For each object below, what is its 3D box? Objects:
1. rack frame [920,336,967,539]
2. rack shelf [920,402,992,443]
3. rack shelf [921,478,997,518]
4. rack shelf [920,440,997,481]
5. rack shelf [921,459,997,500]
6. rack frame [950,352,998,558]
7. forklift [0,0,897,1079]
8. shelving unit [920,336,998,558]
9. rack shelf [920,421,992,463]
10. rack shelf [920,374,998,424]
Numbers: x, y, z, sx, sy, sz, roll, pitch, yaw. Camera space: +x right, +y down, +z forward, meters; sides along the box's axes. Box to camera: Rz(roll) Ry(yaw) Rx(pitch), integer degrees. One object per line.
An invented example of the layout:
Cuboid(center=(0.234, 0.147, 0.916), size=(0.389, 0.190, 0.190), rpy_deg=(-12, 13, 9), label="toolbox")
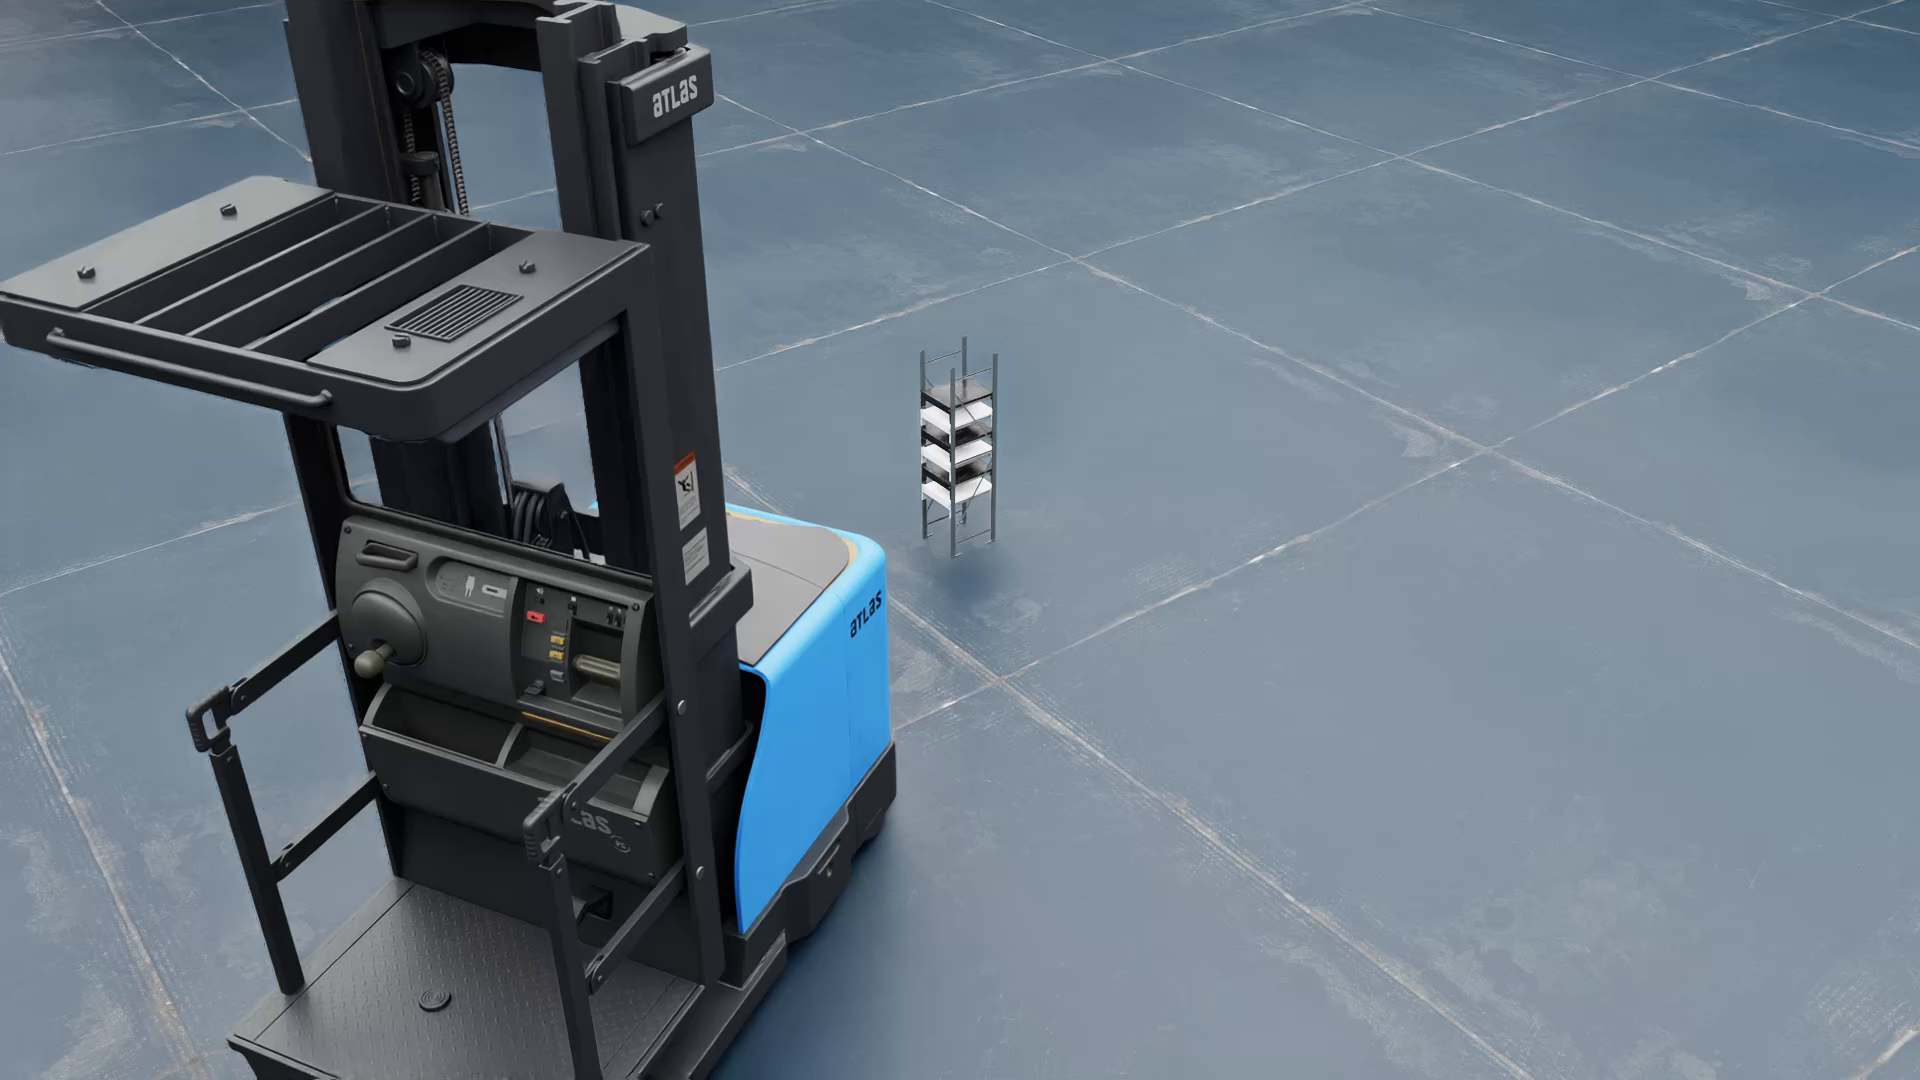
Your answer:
Cuboid(center=(-0.067, -0.428, 7.086), size=(0.240, 0.900, 0.006), rpy_deg=(-22, 38, -31), label="rack frame")
Cuboid(center=(-0.005, -0.510, 6.941), size=(0.258, 0.077, 0.200), rpy_deg=(-22, 38, -31), label="rack shelf")
Cuboid(center=(-0.005, -0.204, 7.131), size=(0.258, 0.077, 0.200), rpy_deg=(-22, 38, -31), label="rack shelf")
Cuboid(center=(-0.005, -0.357, 7.036), size=(0.258, 0.077, 0.200), rpy_deg=(-22, 38, -31), label="rack shelf")
Cuboid(center=(-0.005, -0.281, 7.083), size=(0.258, 0.077, 0.200), rpy_deg=(-22, 38, -31), label="rack shelf")
Cuboid(center=(0.057, -0.343, 6.950), size=(0.240, 0.900, 0.006), rpy_deg=(-22, 38, -31), label="rack frame")
Cuboid(center=(-1.279, 0.272, 4.034), size=(1.130, 2.935, 3.031), rpy_deg=(13, 34, 20), label="forklift")
Cuboid(center=(-0.005, -0.386, 7.018), size=(0.258, 0.900, 0.210), rpy_deg=(-22, 38, -31), label="shelving unit")
Cuboid(center=(-0.005, -0.434, 6.988), size=(0.258, 0.077, 0.200), rpy_deg=(-22, 38, -31), label="rack shelf")
Cuboid(center=(-0.005, -0.587, 6.893), size=(0.258, 0.077, 0.200), rpy_deg=(-22, 38, -31), label="rack shelf")
